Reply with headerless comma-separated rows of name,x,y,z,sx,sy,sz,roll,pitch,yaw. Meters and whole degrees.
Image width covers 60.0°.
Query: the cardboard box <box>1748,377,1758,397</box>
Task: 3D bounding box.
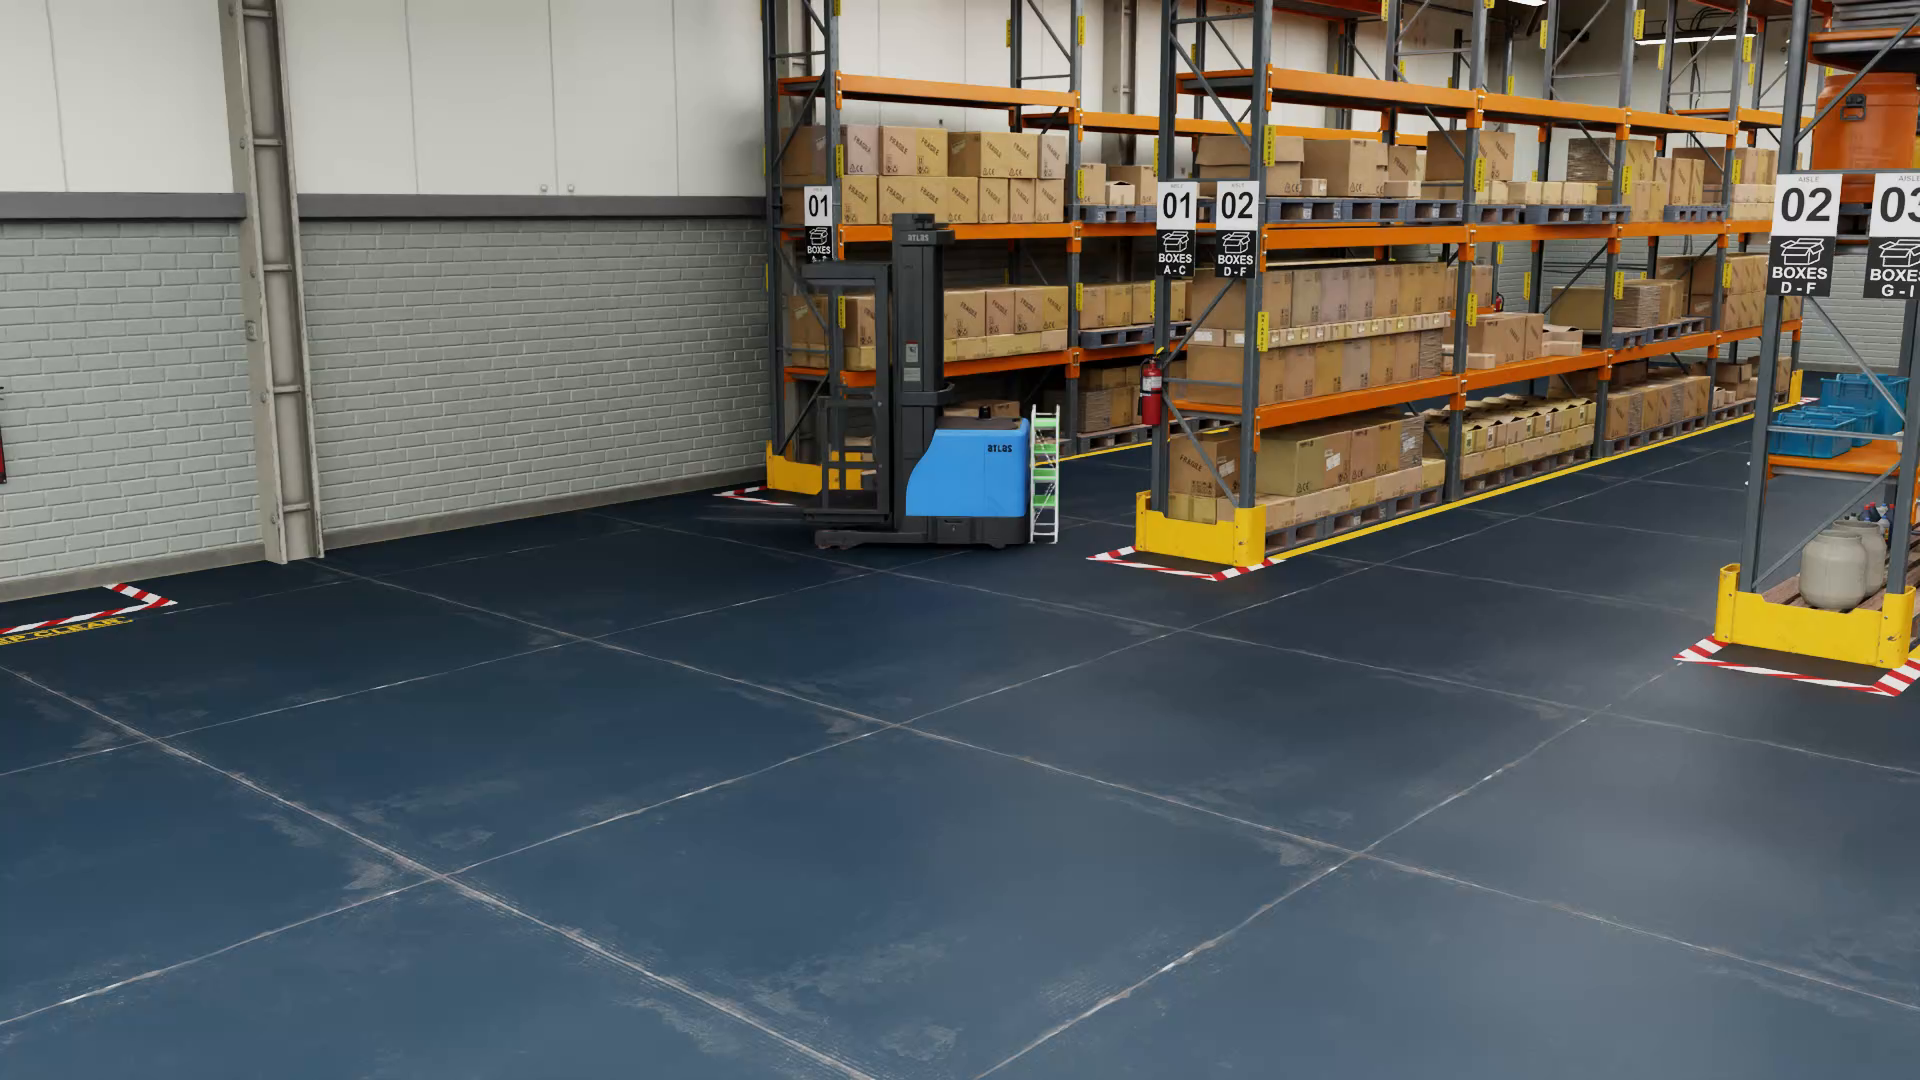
cardboard box,11.840,-2.315,25.039,0.500,0.250,0.500,10,15,40

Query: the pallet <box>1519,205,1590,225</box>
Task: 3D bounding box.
pallet,6.266,-3.620,18.501,1.003,0.211,1.213,11,16,43

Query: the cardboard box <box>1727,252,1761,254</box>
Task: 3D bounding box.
cardboard box,12.173,-4.203,25.789,0.500,0.500,0.500,10,15,42

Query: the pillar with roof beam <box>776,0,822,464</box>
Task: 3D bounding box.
pillar with roof beam,1.425,-4.581,15.172,9.100,9.000,0.400,10,15,40

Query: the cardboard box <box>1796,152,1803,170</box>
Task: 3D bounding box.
cardboard box,12.337,-5.628,25.263,0.700,0.500,0.500,10,15,40

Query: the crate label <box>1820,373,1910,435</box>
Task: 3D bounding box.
crate label,6.832,-1.023,12.586,0.502,0.435,0.616,10,15,40

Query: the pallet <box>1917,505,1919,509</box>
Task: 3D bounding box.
pallet,9.755,-0.222,15.784,1.003,0.211,1.213,10,15,40

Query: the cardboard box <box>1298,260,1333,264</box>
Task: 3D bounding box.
cardboard box,5.166,-3.993,24.565,0.500,0.250,0.500,9,15,39

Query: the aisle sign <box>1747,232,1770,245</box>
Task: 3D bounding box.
aisle sign,12.488,-5.018,26.039,0.394,0.787,0.004,10,15,40

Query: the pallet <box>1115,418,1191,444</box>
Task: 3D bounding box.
pallet,2.337,-1.497,22.168,1.003,0.211,1.213,10,15,40

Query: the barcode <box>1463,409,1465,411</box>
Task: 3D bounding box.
barcode,5.224,-1.374,17.240,0.001,0.075,0.075,10,15,40

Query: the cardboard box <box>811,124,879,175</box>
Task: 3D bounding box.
cardboard box,-1.185,-4.026,17.194,0.500,0.500,0.500,8,14,36

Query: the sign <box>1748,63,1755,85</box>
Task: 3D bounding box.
sign,12.256,-7.204,25.718,0.100,0.325,0.005,10,15,40

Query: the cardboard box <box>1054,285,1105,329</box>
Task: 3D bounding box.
cardboard box,1.381,-2.905,20.718,0.700,0.500,0.500,10,15,41

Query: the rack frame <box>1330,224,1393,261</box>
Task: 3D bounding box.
rack frame,6.300,-3.747,26.311,1.000,3.000,0.127,10,15,40

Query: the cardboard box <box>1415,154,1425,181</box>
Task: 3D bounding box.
cardboard box,6.981,-5.835,26.251,0.500,0.500,0.500,10,15,40

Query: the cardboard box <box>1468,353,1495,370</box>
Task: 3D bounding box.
cardboard box,5.481,-1.910,17.759,0.380,0.149,0.250,10,15,40

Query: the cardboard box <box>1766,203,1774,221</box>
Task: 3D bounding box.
cardboard box,11.522,-4.764,24.129,0.500,0.250,0.500,10,15,40

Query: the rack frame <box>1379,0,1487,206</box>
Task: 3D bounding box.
rack frame,4.743,-4.871,16.626,1.000,3.000,0.127,10,15,40

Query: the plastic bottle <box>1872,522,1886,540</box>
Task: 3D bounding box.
plastic bottle,7.339,0.002,13.373,0.152,0.276,0.135,10,15,40

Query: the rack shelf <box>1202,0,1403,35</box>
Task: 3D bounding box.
rack shelf,4.980,-7.671,23.995,1.077,0.370,4.000,10,15,40

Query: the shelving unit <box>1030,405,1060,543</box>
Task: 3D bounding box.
shelving unit,0.777,-0.608,15.193,0.258,1.200,0.503,1,11,4

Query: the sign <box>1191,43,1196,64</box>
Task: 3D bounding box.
sign,3.240,-6.707,23.026,0.100,0.325,0.005,10,15,40

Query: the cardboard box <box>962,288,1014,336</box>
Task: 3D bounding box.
cardboard box,0.274,-2.617,19.073,0.500,0.500,0.500,9,15,39

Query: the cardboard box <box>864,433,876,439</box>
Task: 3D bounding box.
cardboard box,-0.721,-1.052,18.563,0.500,0.311,0.500,-11,15,-43

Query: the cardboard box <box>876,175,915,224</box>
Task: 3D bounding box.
cardboard box,-0.832,-3.602,17.623,0.500,0.500,0.500,-11,16,-44

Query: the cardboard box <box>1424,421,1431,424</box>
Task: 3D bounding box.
cardboard box,4.795,-1.159,17.871,0.500,0.311,0.500,10,15,40

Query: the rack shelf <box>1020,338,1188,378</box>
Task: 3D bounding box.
rack shelf,2.339,-2.511,21.961,1.077,0.370,4.000,10,15,40

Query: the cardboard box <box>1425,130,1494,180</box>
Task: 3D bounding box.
cardboard box,5.179,-3.986,17.249,0.500,0.500,0.500,10,15,41

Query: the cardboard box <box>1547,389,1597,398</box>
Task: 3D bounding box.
cardboard box,7.824,-1.676,21.203,0.500,0.500,0.500,11,15,43

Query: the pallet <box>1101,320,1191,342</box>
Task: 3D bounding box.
pallet,2.383,-2.767,21.898,1.003,0.211,1.213,10,15,40

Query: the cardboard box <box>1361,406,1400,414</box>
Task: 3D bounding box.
cardboard box,4.201,-1.127,17.230,0.500,0.500,0.500,10,15,40

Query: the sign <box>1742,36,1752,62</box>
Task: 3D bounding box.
sign,10.444,-6.513,22.057,0.100,0.325,0.005,10,15,40

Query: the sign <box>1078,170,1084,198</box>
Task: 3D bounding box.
sign,1.432,-4.225,19.728,0.100,0.325,0.005,10,15,40

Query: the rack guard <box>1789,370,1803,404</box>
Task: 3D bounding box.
rack guard,12.614,-2.458,26.242,1.175,0.500,0.348,10,15,40

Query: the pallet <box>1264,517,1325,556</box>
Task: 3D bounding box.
pallet,2.575,-0.092,15.131,1.003,0.211,1.213,10,15,40

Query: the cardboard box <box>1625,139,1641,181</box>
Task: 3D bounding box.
cardboard box,8.012,-4.667,20.452,0.500,0.500,0.500,10,15,40

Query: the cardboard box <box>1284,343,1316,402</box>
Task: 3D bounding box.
cardboard box,2.763,-1.535,14.983,0.700,0.500,0.500,10,15,42

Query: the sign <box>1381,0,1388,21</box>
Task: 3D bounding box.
sign,4.327,-5.437,16.869,0.100,0.325,0.005,10,15,40

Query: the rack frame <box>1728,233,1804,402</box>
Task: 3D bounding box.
rack frame,12.664,-3.695,26.053,1.000,3.000,0.127,10,15,40

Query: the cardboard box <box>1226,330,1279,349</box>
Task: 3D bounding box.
cardboard box,2.523,-1.738,14.344,0.380,0.149,0.250,10,15,40

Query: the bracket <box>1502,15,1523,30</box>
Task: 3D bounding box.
bracket,10.066,-9.444,30.330,0.235,0.232,0.430,10,15,40

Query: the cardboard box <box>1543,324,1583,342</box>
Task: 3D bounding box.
cardboard box,7.110,-2.427,19.929,0.500,0.311,0.500,11,16,44

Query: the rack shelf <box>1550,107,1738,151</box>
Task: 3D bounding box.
rack shelf,8.703,-5.205,21.156,1.077,0.370,4.000,10,15,40

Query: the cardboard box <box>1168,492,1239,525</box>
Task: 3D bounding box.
cardboard box,2.234,-0.316,15.082,0.500,0.250,0.500,10,15,40

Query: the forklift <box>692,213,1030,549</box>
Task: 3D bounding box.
forklift,-0.888,-1.456,15.019,3.031,2.935,1.130,1,11,5

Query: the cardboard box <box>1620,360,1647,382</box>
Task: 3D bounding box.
cardboard box,8.861,-2.278,22.300,0.500,0.250,0.500,10,15,40

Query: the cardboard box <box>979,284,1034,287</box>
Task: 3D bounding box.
cardboard box,0.552,-2.831,20.146,0.500,0.500,0.500,9,15,39

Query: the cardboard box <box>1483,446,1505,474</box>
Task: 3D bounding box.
cardboard box,5.533,-0.890,17.954,0.500,0.250,0.500,10,15,42

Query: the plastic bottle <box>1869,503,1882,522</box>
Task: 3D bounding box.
plastic bottle,7.616,-0.140,13.895,0.144,0.351,0.185,10,15,42

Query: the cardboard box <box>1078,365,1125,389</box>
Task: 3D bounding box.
cardboard box,1.781,-2.103,21.426,0.500,0.250,0.500,9,15,39

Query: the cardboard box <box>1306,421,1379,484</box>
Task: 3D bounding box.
cardboard box,3.615,-0.837,15.776,0.500,0.500,0.500,10,15,40

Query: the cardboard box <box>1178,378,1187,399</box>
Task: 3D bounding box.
cardboard box,2.796,-1.975,22.698,0.700,0.500,0.500,10,15,40

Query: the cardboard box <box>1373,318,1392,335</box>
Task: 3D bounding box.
cardboard box,3.885,-2.042,15.867,0.380,0.149,0.250,10,15,42
